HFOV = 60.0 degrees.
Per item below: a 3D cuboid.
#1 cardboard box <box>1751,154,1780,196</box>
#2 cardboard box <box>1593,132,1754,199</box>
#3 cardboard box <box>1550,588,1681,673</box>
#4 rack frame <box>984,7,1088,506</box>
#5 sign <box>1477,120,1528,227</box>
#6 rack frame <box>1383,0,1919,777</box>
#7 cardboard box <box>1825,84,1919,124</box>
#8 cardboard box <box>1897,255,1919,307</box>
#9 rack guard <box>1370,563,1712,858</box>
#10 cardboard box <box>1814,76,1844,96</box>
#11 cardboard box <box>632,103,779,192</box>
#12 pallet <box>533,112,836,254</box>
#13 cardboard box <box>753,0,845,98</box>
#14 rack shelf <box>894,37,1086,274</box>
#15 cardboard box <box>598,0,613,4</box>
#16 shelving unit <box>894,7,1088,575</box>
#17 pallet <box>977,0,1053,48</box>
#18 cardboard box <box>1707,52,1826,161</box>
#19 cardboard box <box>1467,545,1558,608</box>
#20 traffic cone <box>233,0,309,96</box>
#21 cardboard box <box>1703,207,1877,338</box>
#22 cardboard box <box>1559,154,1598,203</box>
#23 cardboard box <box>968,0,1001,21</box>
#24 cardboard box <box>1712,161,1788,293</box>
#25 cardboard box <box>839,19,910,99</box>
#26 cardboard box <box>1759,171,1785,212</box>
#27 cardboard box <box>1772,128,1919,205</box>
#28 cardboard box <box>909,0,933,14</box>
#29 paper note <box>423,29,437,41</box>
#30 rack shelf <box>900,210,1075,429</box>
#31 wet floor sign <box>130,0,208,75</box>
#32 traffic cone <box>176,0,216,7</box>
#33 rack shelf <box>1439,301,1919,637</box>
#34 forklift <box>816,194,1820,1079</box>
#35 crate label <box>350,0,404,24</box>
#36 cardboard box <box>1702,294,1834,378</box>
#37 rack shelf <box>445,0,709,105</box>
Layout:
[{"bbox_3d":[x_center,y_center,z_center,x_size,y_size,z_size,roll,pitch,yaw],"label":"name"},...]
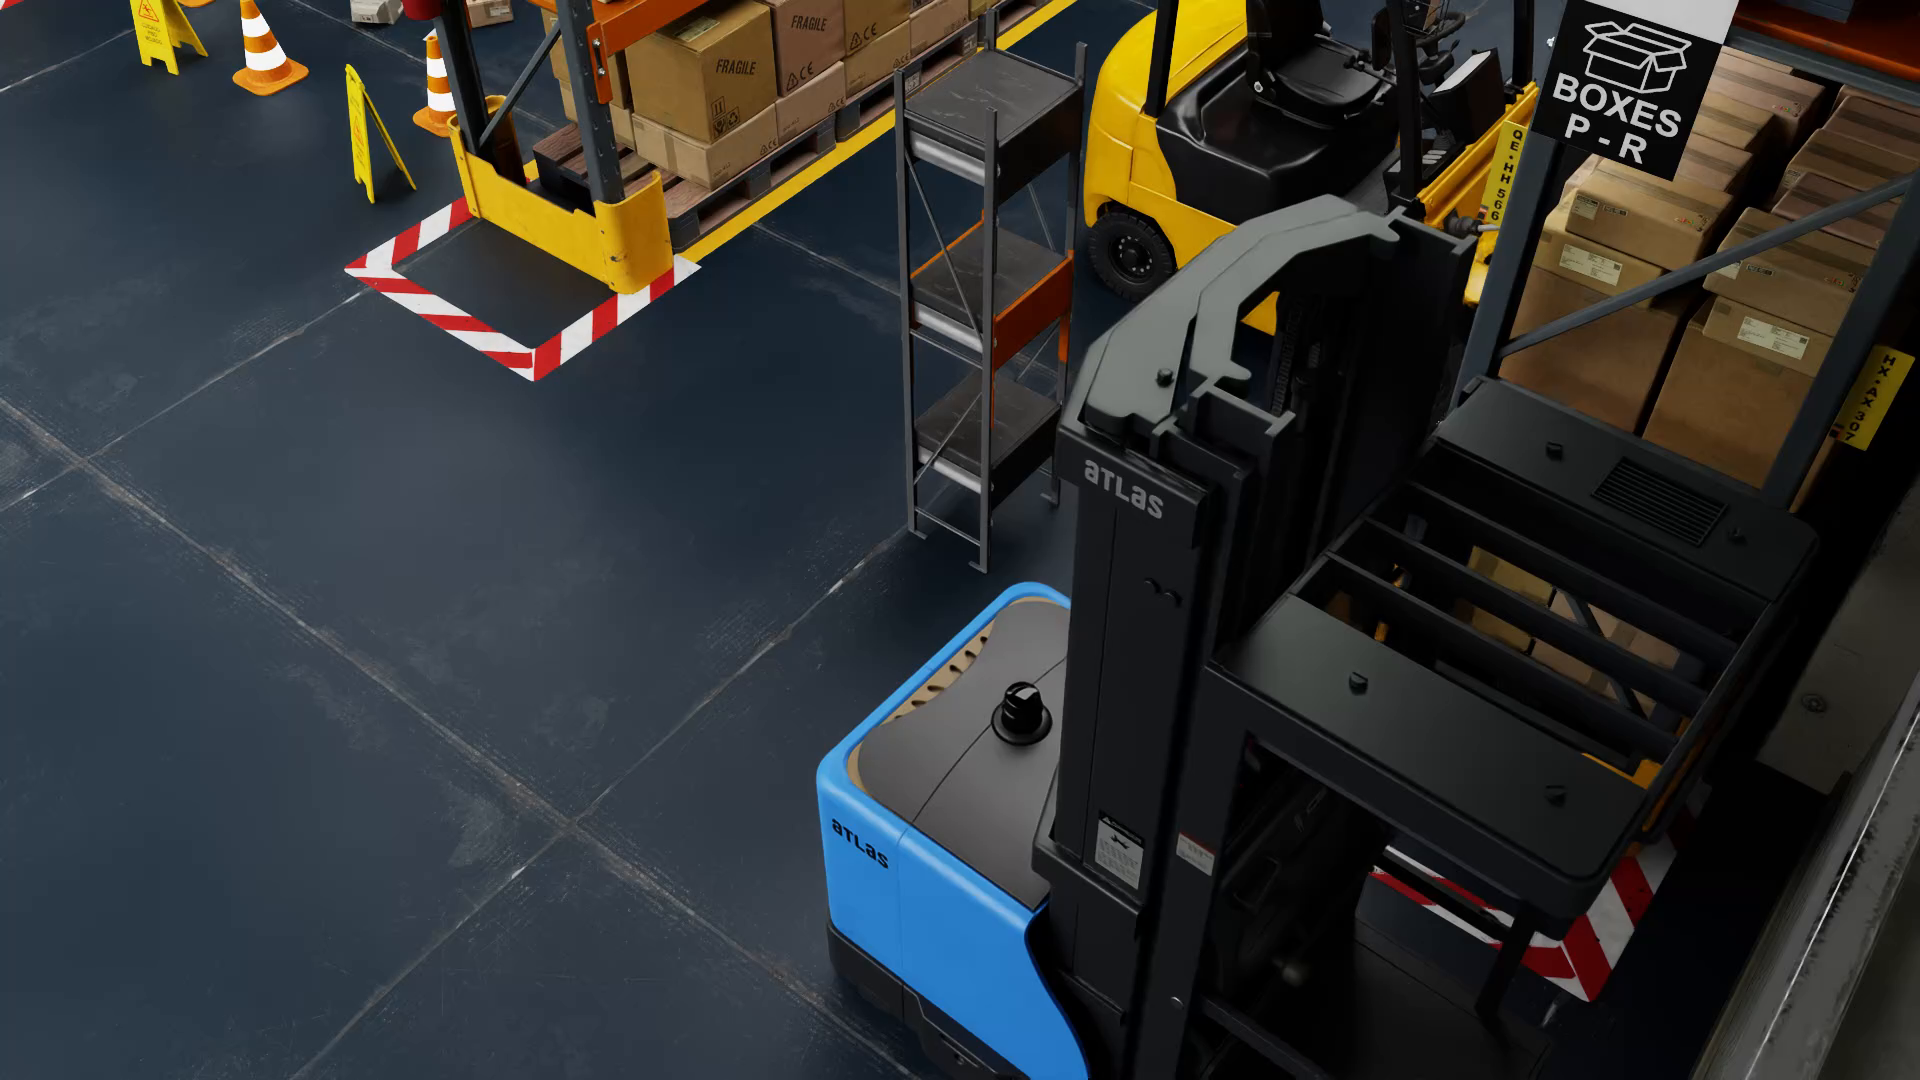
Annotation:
[{"bbox_3d":[2.454,-1.296,5.395,0.380,0.149,0.250,29,53,25],"label":"cardboard box"},{"bbox_3d":[2.142,-1.111,5.014,0.380,0.149,0.250,29,53,25],"label":"cardboard box"},{"bbox_3d":[2.415,0.158,5.790,0.500,0.250,0.500,30,53,26],"label":"cardboard box"},{"bbox_3d":[0.250,-0.960,6.215,0.400,2.100,0.015,29,53,25],"label":"rack frame"},{"bbox_3d":[1.543,-1.027,4.692,0.100,0.325,0.005,29,53,25],"label":"sign"},{"bbox_3d":[1.963,-0.297,4.959,1.000,3.000,0.127,29,53,25],"label":"rack frame"},{"bbox_3d":[2.979,-1.345,5.237,0.380,0.149,0.250,31,54,26],"label":"cardboard box"},{"bbox_3d":[2.787,-0.800,5.371,0.500,0.500,0.500,31,54,26],"label":"cardboard box"},{"bbox_3d":[1.949,0.580,5.850,1.175,0.500,0.348,29,53,25],"label":"rack guard"},{"bbox_3d":[2.943,-1.726,5.806,0.380,0.149,0.250,29,53,25],"label":"cardboard box"},{"bbox_3d":[-1.255,-2.024,8.220,0.500,0.250,0.500,29,53,25],"label":"cardboard box"},{"bbox_3d":[-1.396,-2.019,8.533,1.003,0.211,1.213,29,53,25],"label":"pallet"},{"bbox_3d":[-0.924,-2.598,8.250,0.500,0.500,0.500,27,52,24],"label":"cardboard box"},{"bbox_3d":[0.101,-1.294,5.585,0.431,0.518,0.480,29,53,25],"label":"rack shelf"},{"bbox_3d":[-1.595,-2.505,7.243,0.380,0.149,0.250,29,53,25],"label":"cardboard box"},{"bbox_3d":[0.101,-0.820,6.081,0.431,2.100,0.503,29,53,25],"label":"shelving unit"},{"bbox_3d":[0.096,-3.415,9.866,1.003,0.211,1.213,29,53,25],"label":"pallet"},{"bbox_3d":[2.492,-1.383,5.273,0.380,0.149,0.250,30,53,25],"label":"cardboard box"},{"bbox_3d":[2.014,-0.082,6.019,0.500,0.250,0.500,29,53,25],"label":"cardboard box"},{"bbox_3d":[-3.811,-2.726,9.034,0.336,0.463,0.334,29,53,25],"label":"traffic cone"},{"bbox_3d":[2.338,-0.756,4.675,0.380,0.149,0.250,28,53,24],"label":"cardboard box"},{"bbox_3d":[2.086,-1.037,5.149,0.380,0.149,0.250,30,53,26],"label":"cardboard box"},{"bbox_3d":[0.012,-3.207,9.350,0.500,0.250,0.500,28,52,24],"label":"cardboard box"},{"bbox_3d":[2.381,-1.022,5.583,0.500,0.500,0.500,31,54,26],"label":"cardboard box"},{"bbox_3d":[-0.613,-2.631,8.800,0.500,0.250,0.500,33,54,27],"label":"cardboard box"},{"bbox_3d":[2.637,-0.947,5.062,0.380,0.149,0.250,28,53,24],"label":"cardboard box"},{"bbox_3d":[2.675,-1.048,4.954,0.380,0.149,0.250,30,53,26],"label":"cardboard box"},{"bbox_3d":[-0.291,-3.191,8.816,0.500,0.500,0.500,32,54,27],"label":"cardboard box"},{"bbox_3d":[-2.964,-2.885,9.485,0.148,0.019,0.142,13,48,12],"label":"paper note"},{"bbox_3d":[0.101,-0.811,6.091,0.431,0.518,0.480,29,53,25],"label":"rack shelf"},{"bbox_3d":[-4.396,-2.915,9.088,0.267,0.644,0.232,21,50,19],"label":"wet floor sign"},{"bbox_3d":[-4.497,-3.420,9.697,0.336,0.463,0.334,29,53,25],"label":"traffic cone"},{"bbox_3d":[3.186,-1.193,6.313,1.077,0.370,4.000,29,53,25],"label":"rack shelf"},{"bbox_3d":[1.035,0.782,3.976,3.031,2.935,1.130,31,54,26],"label":"forklift"},{"bbox_3d":[-3.379,-3.090,9.607,0.250,0.136,0.298,6,47,5],"label":"crate label"},{"bbox_3d":[2.376,-0.635,4.765,0.380,0.149,0.250,28,52,24],"label":"cardboard box"},{"bbox_3d":[-0.744,-3.385,8.407,1.077,0.370,4.000,29,53,25],"label":"rack shelf"}]
